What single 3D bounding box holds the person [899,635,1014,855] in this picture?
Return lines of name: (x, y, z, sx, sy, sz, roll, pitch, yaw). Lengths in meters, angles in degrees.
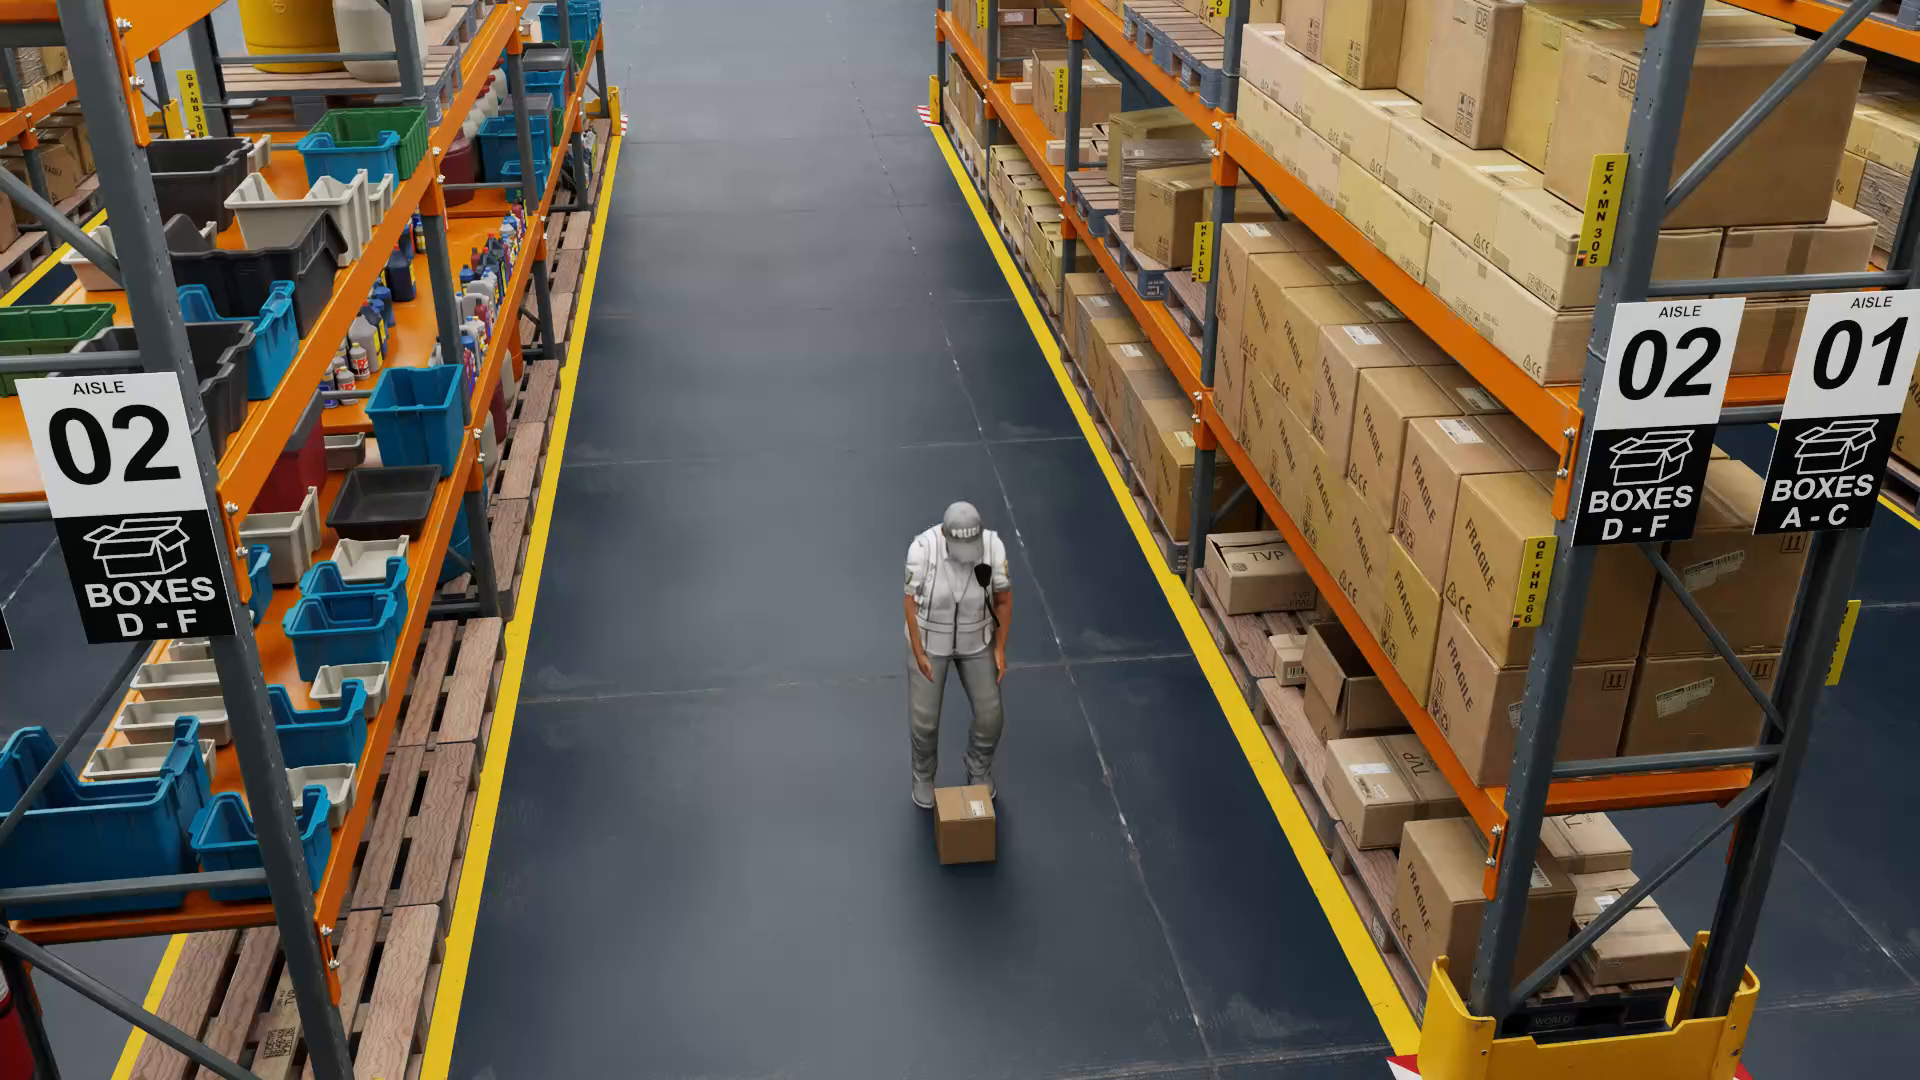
person: (-0.006, 0.935, 7.786, 0.508, 0.798, 0.943, -4, 28, -9)
